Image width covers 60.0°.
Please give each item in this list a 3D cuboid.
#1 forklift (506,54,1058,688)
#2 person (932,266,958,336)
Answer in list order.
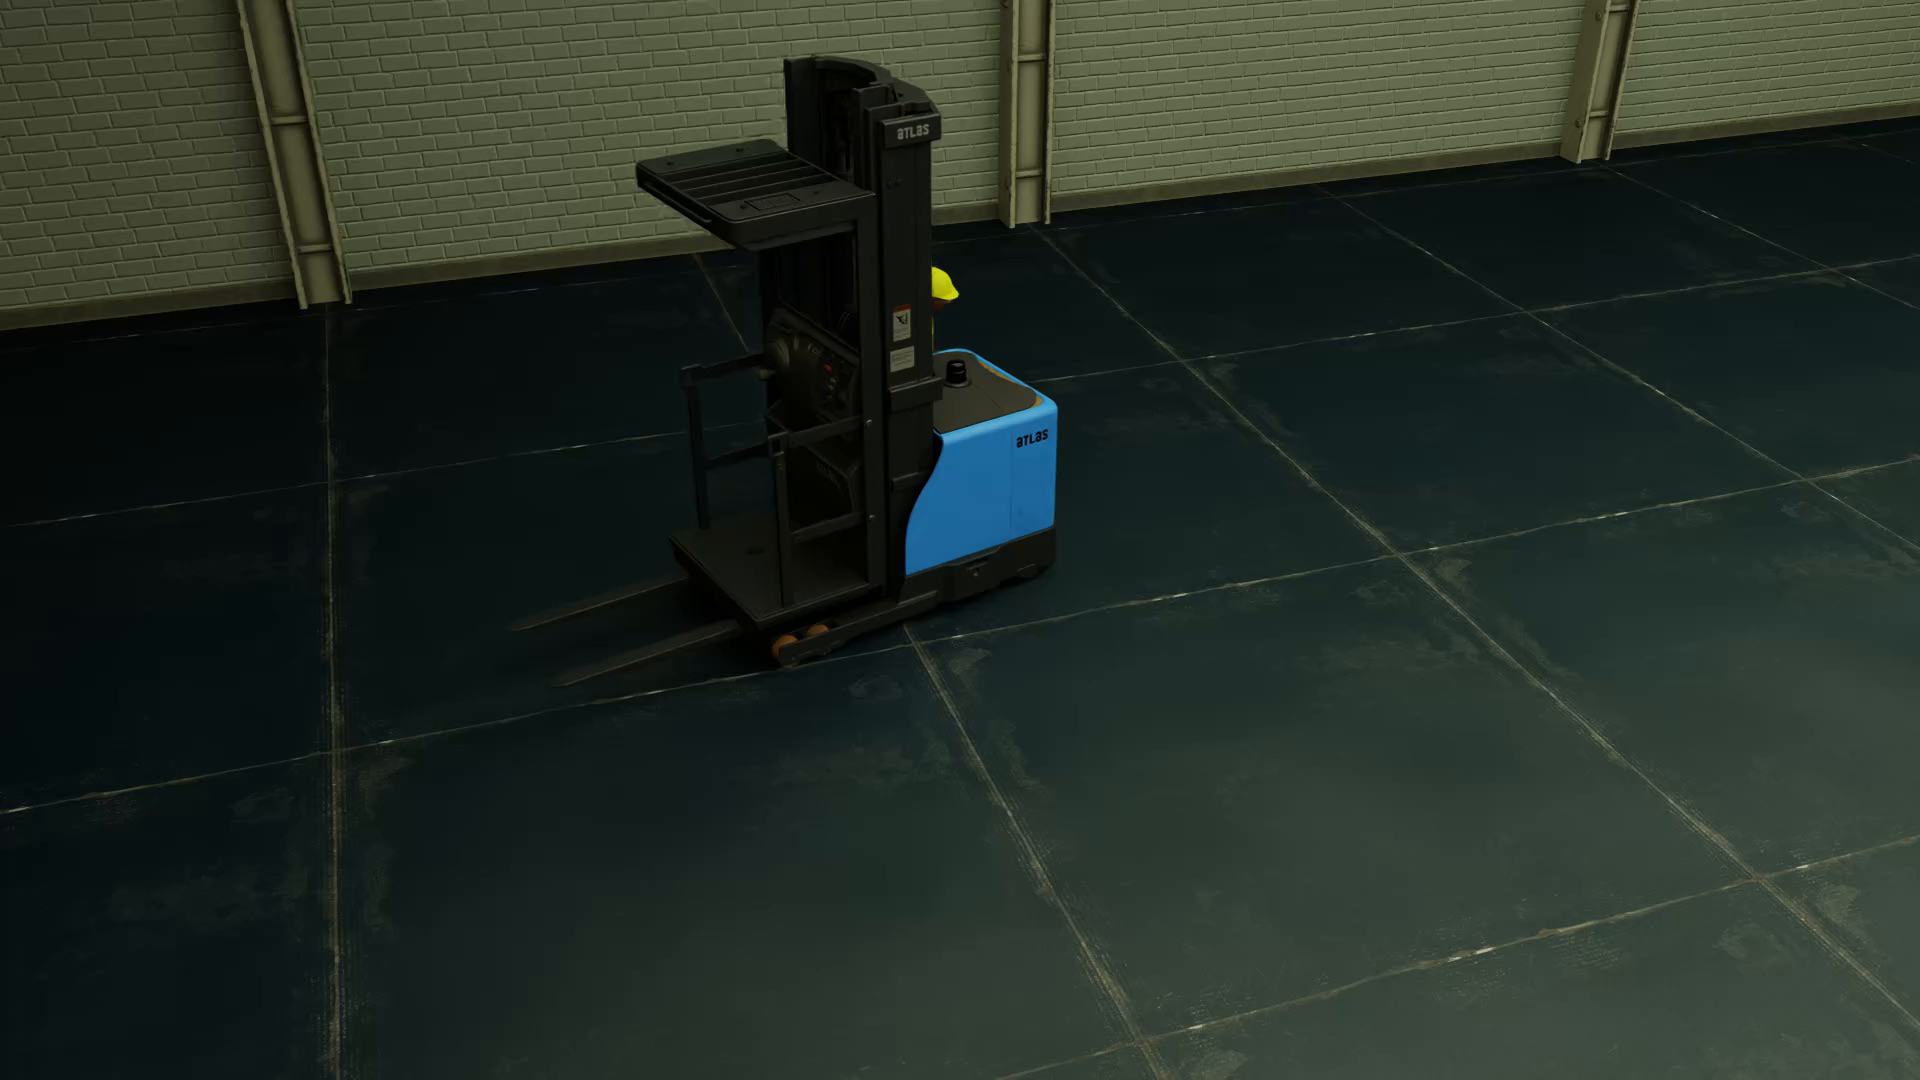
[{"bbox_3d":[-0.954,-0.895,8.642,3.031,2.935,1.130,-18,35,-29],"label":"forklift"},{"bbox_3d":[-0.069,-1.014,10.375,0.929,1.525,0.937,5,30,9],"label":"person"}]
